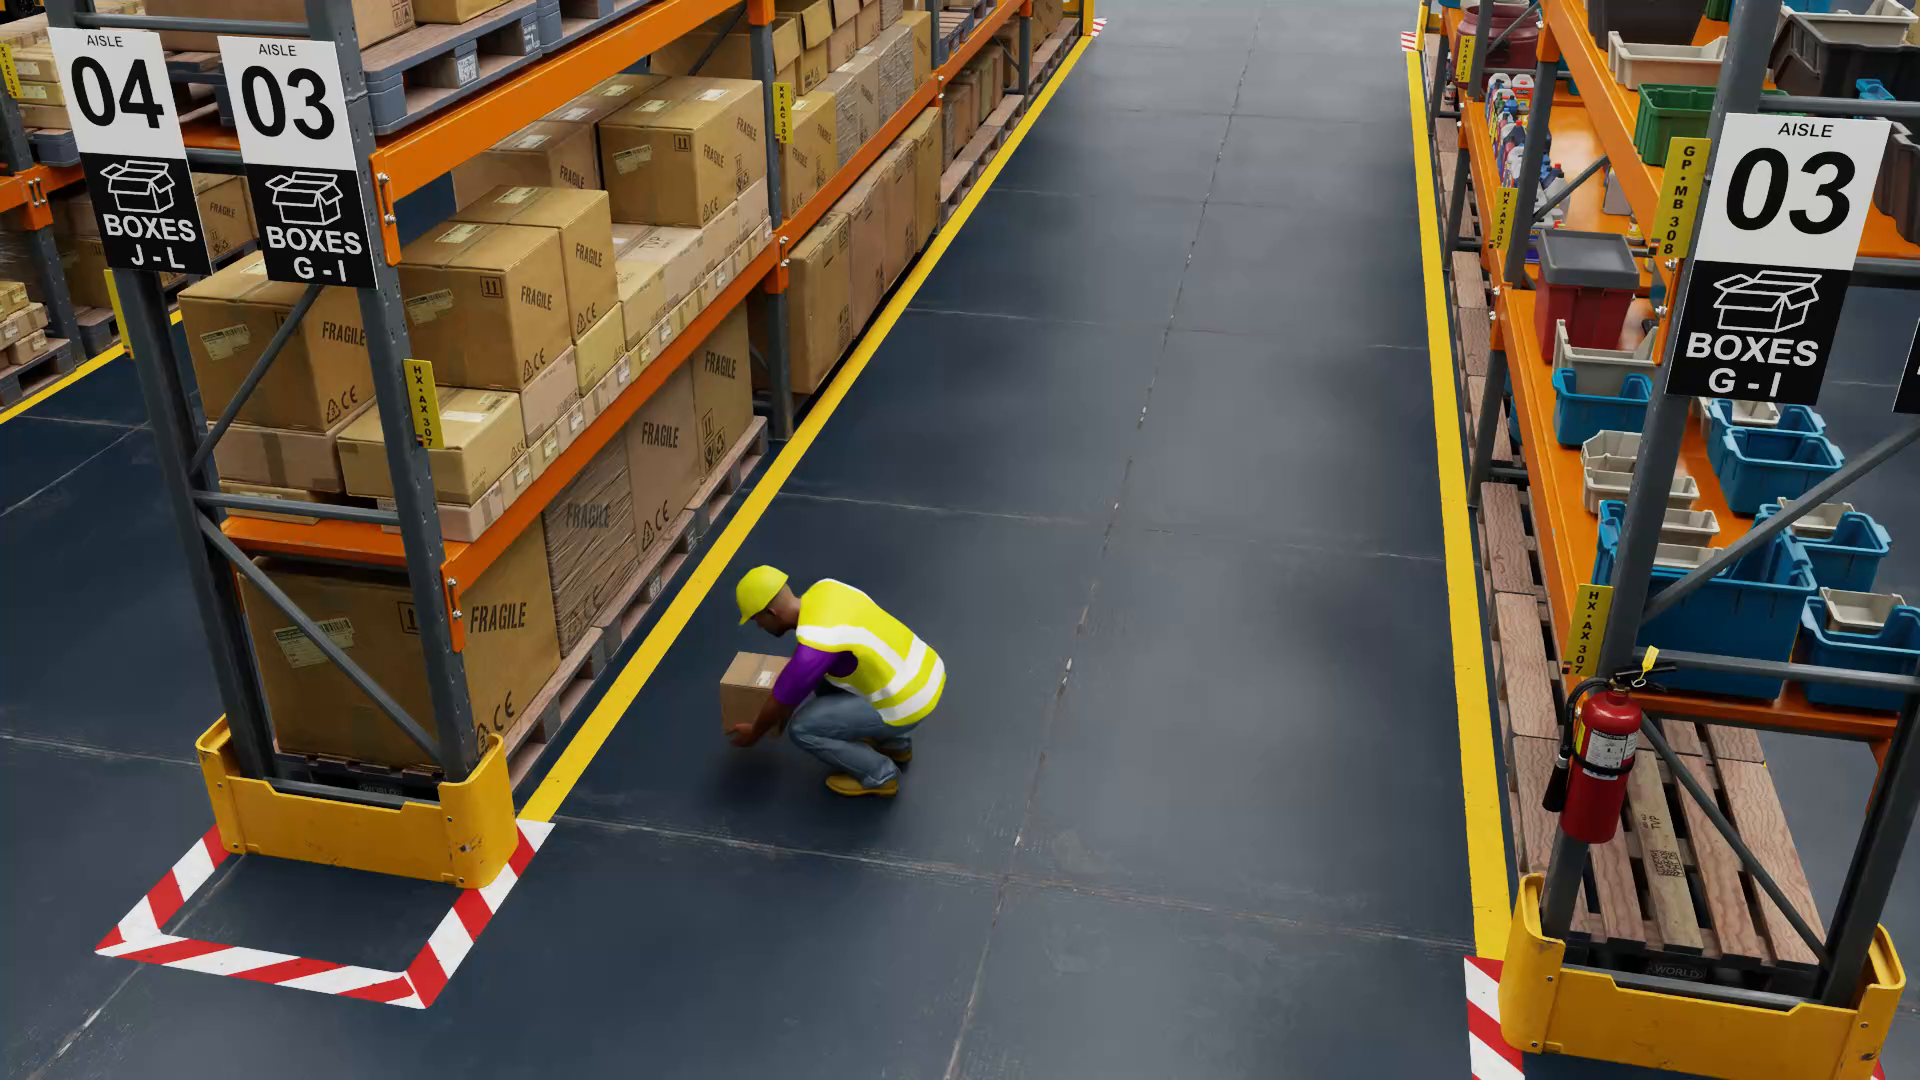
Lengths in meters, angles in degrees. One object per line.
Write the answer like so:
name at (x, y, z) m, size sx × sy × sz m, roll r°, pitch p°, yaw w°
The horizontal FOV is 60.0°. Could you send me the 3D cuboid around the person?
person at (-0.522, 0.559, 6.891) m, size 0.898 × 0.993 × 0.586 m, roll 6°, pitch 29°, yaw 11°
